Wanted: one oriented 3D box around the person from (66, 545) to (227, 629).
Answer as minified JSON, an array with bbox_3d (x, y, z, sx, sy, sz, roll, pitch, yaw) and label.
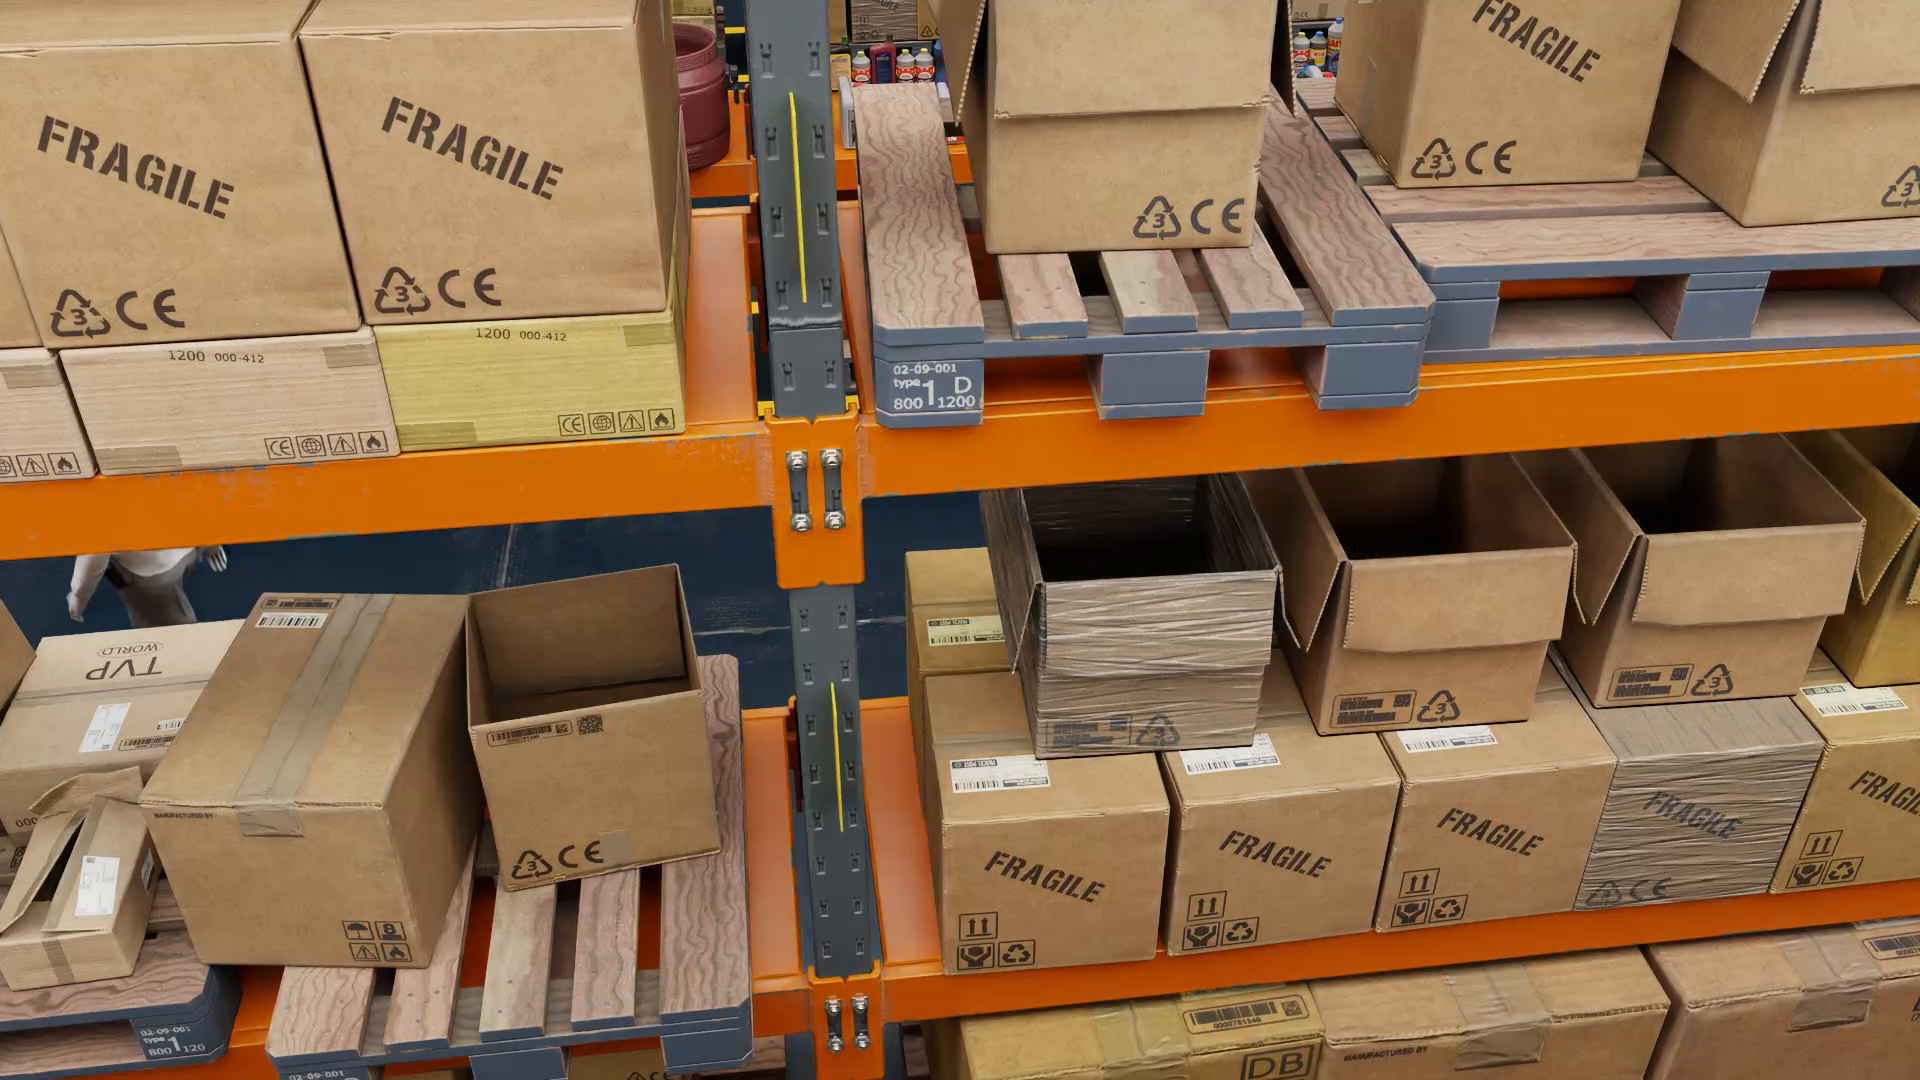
[{"bbox_3d":[-3.001,0.089,5.986,0.790,1.689,0.510,3,35,4],"label":"person"}]
